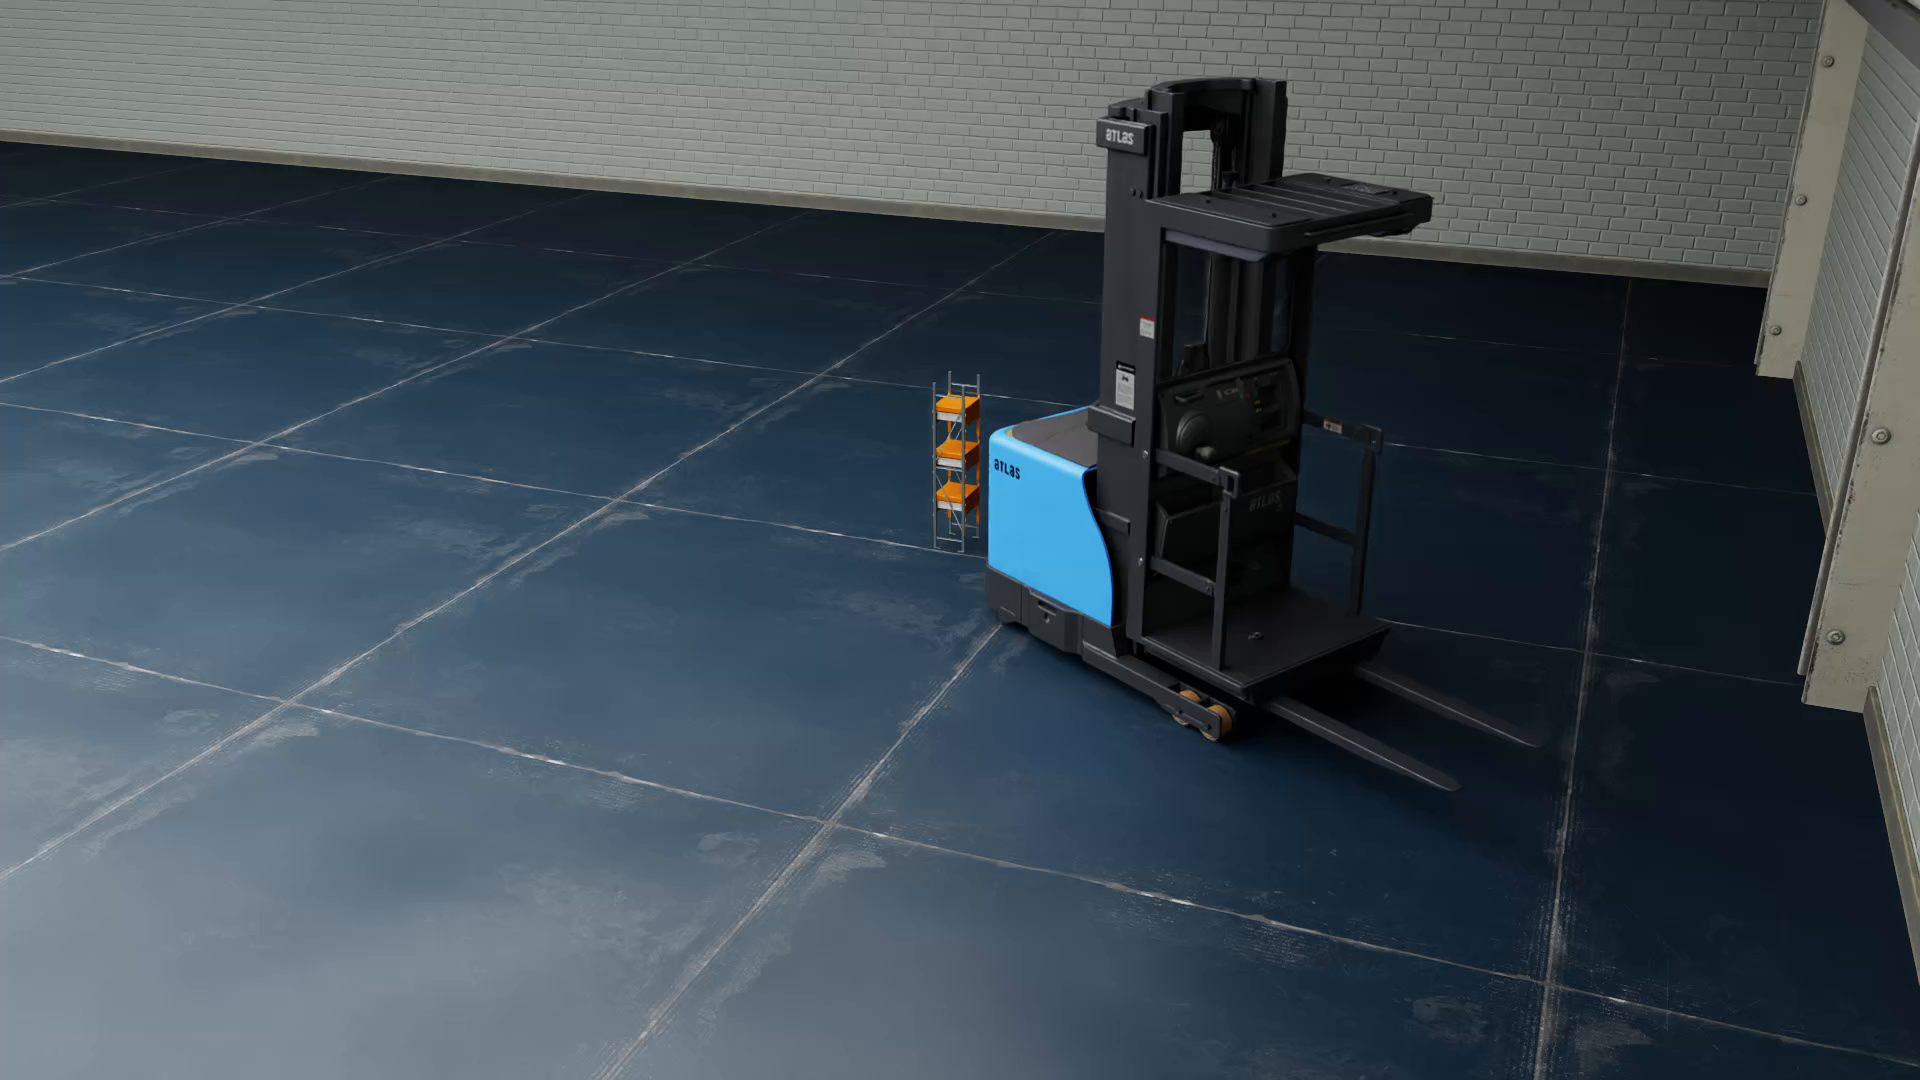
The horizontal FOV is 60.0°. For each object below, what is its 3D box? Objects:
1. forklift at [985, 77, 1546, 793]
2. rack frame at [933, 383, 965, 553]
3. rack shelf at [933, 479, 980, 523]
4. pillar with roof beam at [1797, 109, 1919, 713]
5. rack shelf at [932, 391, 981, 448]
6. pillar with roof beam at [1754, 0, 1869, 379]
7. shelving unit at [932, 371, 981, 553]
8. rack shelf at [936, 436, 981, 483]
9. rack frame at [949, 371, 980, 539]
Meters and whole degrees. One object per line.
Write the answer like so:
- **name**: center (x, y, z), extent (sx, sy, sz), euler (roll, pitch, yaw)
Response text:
- **forklift**: center (1.442, -0.610, 7.908), extent (1.130, 2.935, 3.031), euler (-17, 28, -35)
- **rack frame**: center (-0.065, -0.422, 9.897), extent (0.200, 1.050, 0.008), euler (9, 24, 20)
- **rack shelf**: center (-0.020, -0.199, 10.113), extent (0.215, 0.259, 0.240), euler (9, 24, 20)
- **pillar with roof beam**: center (0.423, -4.003, 8.157), extent (9.100, 9.000, 0.400), euler (9, 24, 20)
- **rack shelf**: center (-0.020, -0.717, 9.897), extent (0.215, 0.259, 0.240), euler (9, 24, 20)
- **pillar with roof beam**: center (2.652, -6.150, 13.298), extent (9.100, 9.000, 0.400), euler (9, 24, 20)
- **shelving unit**: center (-0.020, -0.465, 10.002), extent (0.215, 1.050, 0.252), euler (9, 24, 20)
- **rack shelf**: center (-0.020, -0.456, 10.006), extent (0.215, 0.259, 0.240), euler (9, 24, 20)
- **rack frame**: center (0.025, -0.509, 10.106), extent (0.200, 1.050, 0.008), euler (9, 24, 20)
